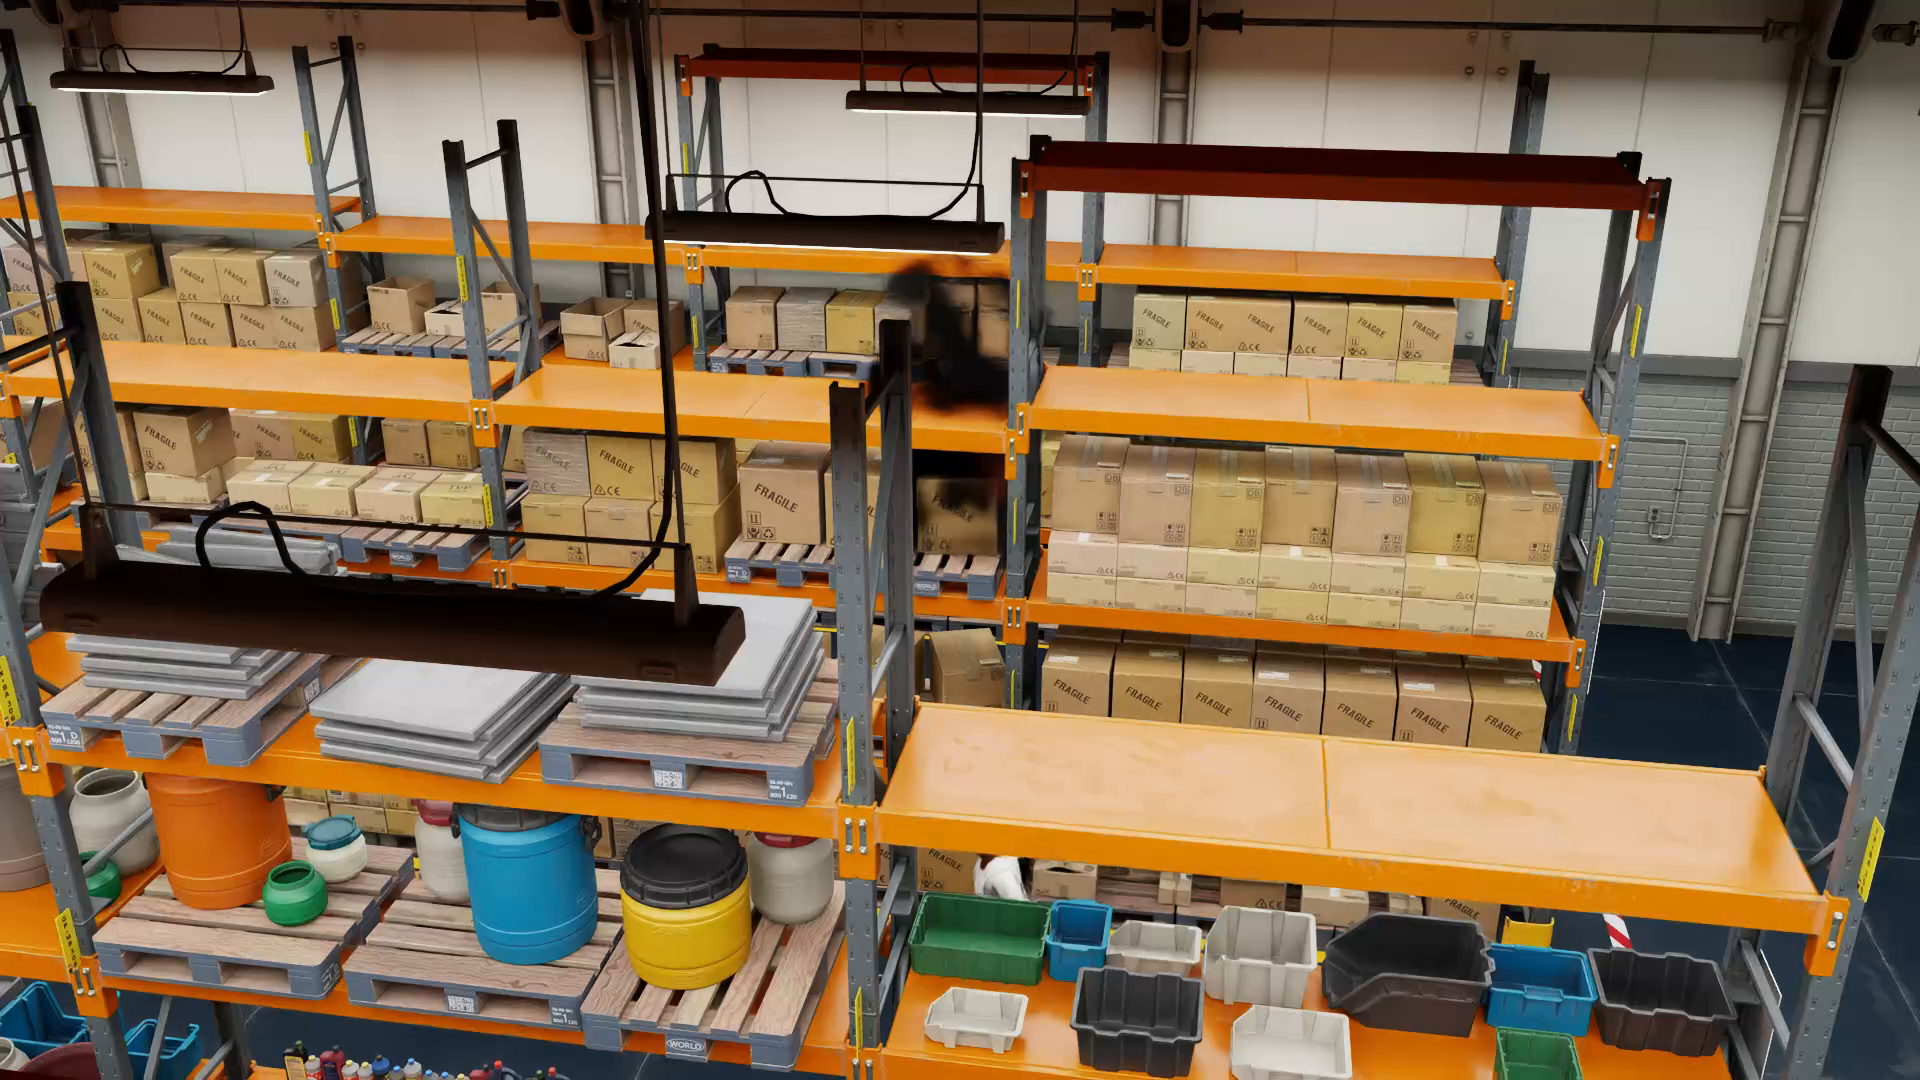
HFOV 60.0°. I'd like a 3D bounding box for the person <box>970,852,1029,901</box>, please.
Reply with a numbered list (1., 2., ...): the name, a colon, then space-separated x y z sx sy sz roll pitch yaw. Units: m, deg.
1. person: 0.365 2.627 11.283 0.950 1.770 0.703 2 23 4
